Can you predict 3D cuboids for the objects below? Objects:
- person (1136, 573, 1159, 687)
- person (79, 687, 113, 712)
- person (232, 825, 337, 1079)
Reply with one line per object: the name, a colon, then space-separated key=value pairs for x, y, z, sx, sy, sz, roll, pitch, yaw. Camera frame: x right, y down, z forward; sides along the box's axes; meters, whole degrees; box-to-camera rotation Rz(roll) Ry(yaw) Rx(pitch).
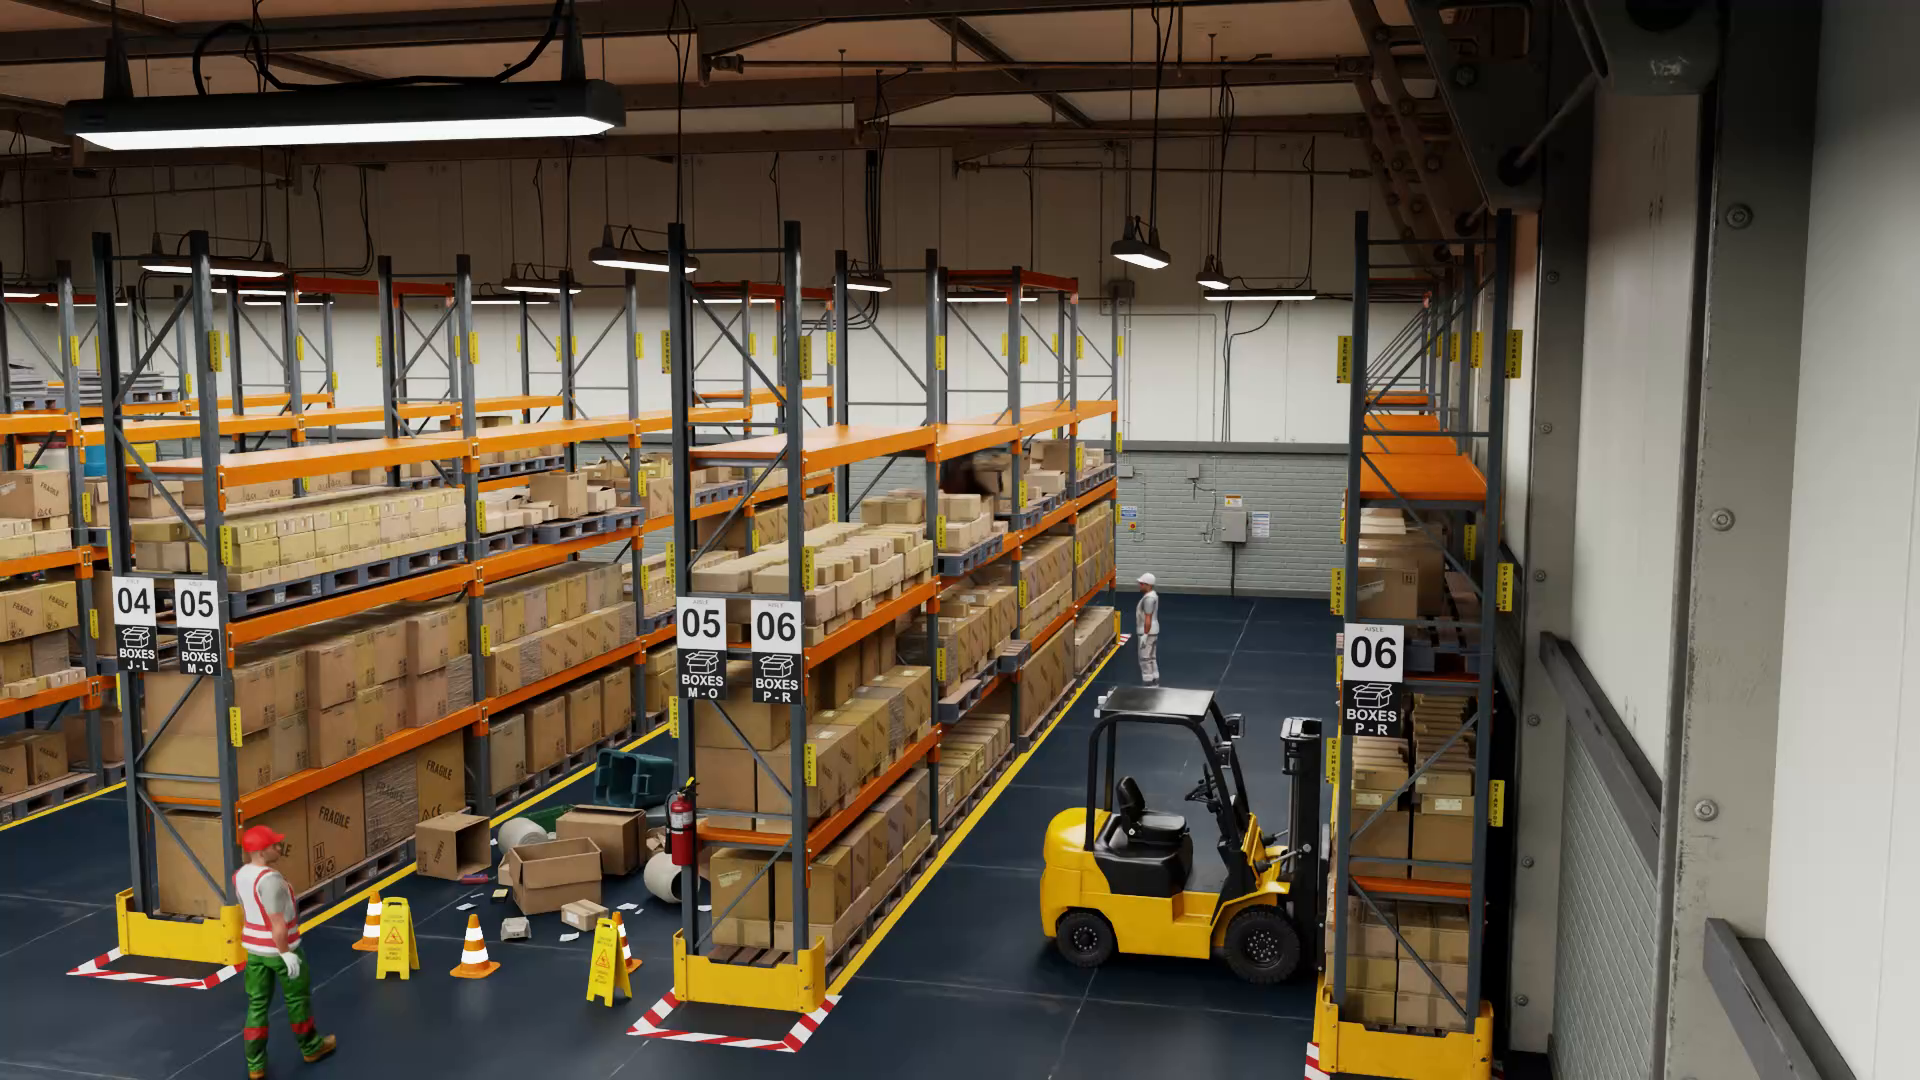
person: x=2.680 y=1.362 z=23.861 sx=0.370 sy=1.793 sz=0.636 roll=2 pitch=7 yaw=17
person: x=-11.615 y=1.628 z=22.254 sx=0.635 sy=1.774 sz=0.557 roll=-5 pitch=9 yaw=-37
person: x=-4.788 y=2.850 z=11.780 sx=0.566 sy=1.780 sz=0.666 roll=2 pitch=7 yaw=20
